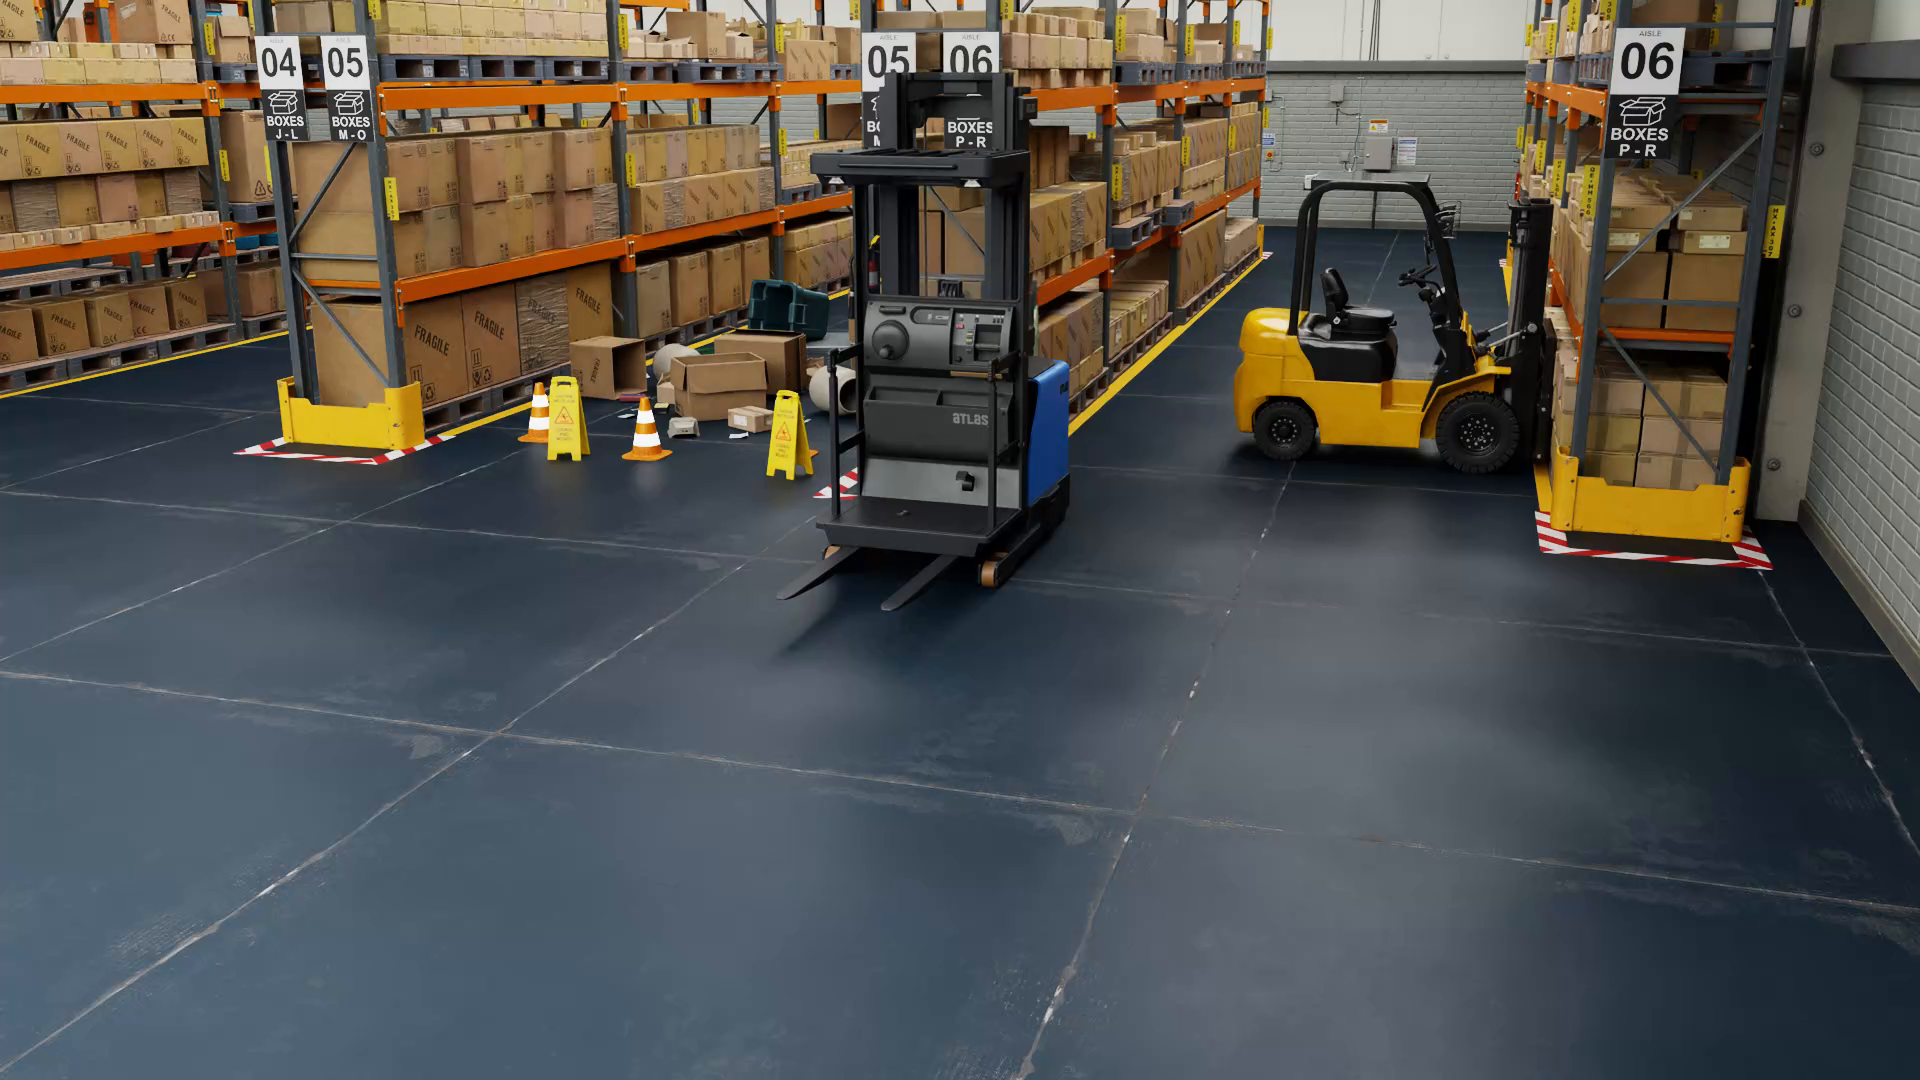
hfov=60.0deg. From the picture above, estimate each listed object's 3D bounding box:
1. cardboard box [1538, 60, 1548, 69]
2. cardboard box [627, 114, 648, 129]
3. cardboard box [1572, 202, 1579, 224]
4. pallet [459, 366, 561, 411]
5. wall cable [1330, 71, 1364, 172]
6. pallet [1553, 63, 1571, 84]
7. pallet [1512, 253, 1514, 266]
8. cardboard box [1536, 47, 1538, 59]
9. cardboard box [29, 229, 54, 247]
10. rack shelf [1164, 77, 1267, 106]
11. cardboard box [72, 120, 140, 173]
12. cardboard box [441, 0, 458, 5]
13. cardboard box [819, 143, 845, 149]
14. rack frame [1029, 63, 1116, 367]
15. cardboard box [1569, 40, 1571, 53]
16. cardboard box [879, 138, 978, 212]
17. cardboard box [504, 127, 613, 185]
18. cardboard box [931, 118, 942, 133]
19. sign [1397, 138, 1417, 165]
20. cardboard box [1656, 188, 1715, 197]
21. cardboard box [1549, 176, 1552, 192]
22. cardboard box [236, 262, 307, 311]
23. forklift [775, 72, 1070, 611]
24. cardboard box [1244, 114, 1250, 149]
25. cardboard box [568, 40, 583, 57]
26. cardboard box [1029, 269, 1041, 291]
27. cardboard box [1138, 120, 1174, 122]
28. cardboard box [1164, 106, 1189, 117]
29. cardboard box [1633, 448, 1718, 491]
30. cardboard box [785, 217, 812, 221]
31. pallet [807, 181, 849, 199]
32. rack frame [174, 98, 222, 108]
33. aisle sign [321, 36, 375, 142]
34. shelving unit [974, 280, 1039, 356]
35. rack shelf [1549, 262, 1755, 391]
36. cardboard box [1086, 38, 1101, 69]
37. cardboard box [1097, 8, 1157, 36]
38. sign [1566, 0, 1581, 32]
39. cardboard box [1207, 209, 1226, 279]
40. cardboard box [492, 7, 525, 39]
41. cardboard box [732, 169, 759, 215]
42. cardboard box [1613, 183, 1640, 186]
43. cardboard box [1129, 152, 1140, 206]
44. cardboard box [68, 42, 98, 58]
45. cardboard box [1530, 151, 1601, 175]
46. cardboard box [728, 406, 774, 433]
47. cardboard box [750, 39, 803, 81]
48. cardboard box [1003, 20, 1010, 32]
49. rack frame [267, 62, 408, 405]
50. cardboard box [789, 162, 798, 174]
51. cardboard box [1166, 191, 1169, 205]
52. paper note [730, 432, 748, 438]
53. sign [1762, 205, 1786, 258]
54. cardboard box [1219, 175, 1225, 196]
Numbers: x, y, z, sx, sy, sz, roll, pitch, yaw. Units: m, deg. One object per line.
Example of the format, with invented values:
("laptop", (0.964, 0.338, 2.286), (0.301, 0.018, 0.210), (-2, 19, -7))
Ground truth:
("cardboard box", (7.864, -6.318, 21.839), (0.500, 0.250, 0.500), (5, 16, 16))
("cardboard box", (-5.695, -7.053, 28.555), (0.500, 0.500, 0.500), (4, 16, 15))
("cardboard box", (4.960, -2.530, 12.879), (0.380, 0.149, 0.250), (4, 16, 14))
("pallet", (-4.477, -1.452, 15.561), (1.003, 0.211, 1.213), (5, 16, 16))
("wall cable", (7.287, -7.947, 31.490), (0.588, 1.984, 0.122), (5, 16, 16))
("pallet", (6.723, -4.779, 17.031), (1.213, 0.211, 1.003), (5, 17, 18))
("pallet", (8.857, -4.134, 25.019), (1.003, 0.211, 1.213), (5, 16, 16))
("cardboard box", (7.213, -5.916, 20.199), (0.380, 0.149, 0.250), (4, 16, 15))
("cardboard box", (-9.046, -2.934, 16.136), (0.380, 0.149, 0.250), (5, 16, 16))
("rack shelf", (3.775, -6.662, 24.642), (1.077, 0.370, 4.000), (5, 16, 16))
("cardboard box", (-8.716, -3.989, 16.835), (0.500, 0.500, 0.500), (5, 16, 16))
("cardboard box", (-4.361, -4.477, 13.666), (0.380, 0.149, 0.250), (5, 17, 16))
("cardboard box", (-1.793, -5.376, 22.887), (0.380, 0.149, 0.250), (4, 16, 14))
("rack frame", (0.934, -2.949, 15.729), (1.000, 3.000, 0.127), (5, 16, 16))
("cardboard box", (5.715, -4.449, 15.027), (0.380, 0.149, 0.250), (5, 16, 16))
("cardboard box", (-0.267, -2.725, 12.380), (0.700, 0.500, 0.500), (4, 16, 15))
("cardboard box", (-3.979, -3.804, 16.491), (0.875, 0.550, 0.550), (5, 16, 16))
("cardboard box", (-0.606, -6.710, 26.428), (0.500, 0.500, 0.500), (6, 17, 19))
("sign", (8.429, -7.335, 31.365), (0.329, 0.494, 0.001), (5, 16, 16))
("cardboard box", (5.324, -2.496, 12.214), (0.380, 0.149, 0.250), (5, 17, 16))
("cardboard box", (5.914, -3.444, 16.102), (0.380, 0.149, 0.250), (4, 16, 14))
("cardboard box", (-8.219, -3.009, 19.715), (0.700, 0.500, 0.500), (5, 16, 16))
("forklift", (-0.198, -1.247, 9.855), (1.130, 2.935, 3.031), (5, 17, 18))
("cardboard box", (4.026, -6.073, 24.729), (0.500, 0.500, 0.500), (5, 16, 15))
("cardboard box", (-3.781, -4.625, 15.649), (0.380, 0.149, 0.250), (5, 17, 17))
("cardboard box", (0.419, -2.048, 13.012), (0.380, 0.149, 0.250), (5, 17, 17))
("cardboard box", (2.543, -5.212, 21.692), (0.500, 0.500, 0.500), (4, 16, 14))
("cardboard box", (2.989, -5.988, 23.241), (0.380, 0.149, 0.250), (4, 16, 15))
("cardboard box", (4.884, -0.511, 11.404), (0.500, 0.250, 0.500), (5, 16, 16))
("cardboard box", (-2.329, -4.314, 22.980), (0.500, 0.250, 0.500), (5, 17, 18))
("pallet", (-2.181, -4.782, 22.542), (1.003, 0.211, 1.213), (5, 16, 16))
("rack frame", (-14.654, -7.626, 32.219), (1.000, 3.000, 0.127), (5, 16, 16))
("aisle sign", (-4.710, -3.469, 12.798), (0.394, 0.787, 0.004), (5, 16, 16))
("shelving unit", (0.333, -1.026, 11.684), (0.431, 1.500, 0.755), (0, 15, 5))
("rack shelf", (5.125, -1.696, 12.629), (1.077, 0.370, 4.000), (5, 16, 16))
("cardboard box", (0.924, -4.194, 14.353), (0.500, 0.250, 0.500), (4, 16, 15))
("cardboard box", (1.616, -5.015, 16.107), (0.500, 0.250, 0.500), (4, 16, 15))
("sign", (5.171, -4.448, 13.992), (0.100, 0.325, 0.005), (5, 16, 16))
("cardboard box", (3.108, -4.053, 22.747), (0.875, 0.875, 0.875), (5, 17, 18))
("cardboard box", (-4.165, -4.527, 14.571), (0.500, 0.250, 0.500), (5, 16, 16))
("cardboard box", (-2.718, -4.132, 19.717), (0.500, 0.500, 0.500), (5, 16, 16))
("cardboard box", (5.029, -2.665, 12.810), (0.380, 0.149, 0.250), (5, 16, 16))
("cardboard box", (1.484, -3.574, 16.434), (0.500, 0.500, 0.500), (5, 16, 16))
("cardboard box", (-8.753, -4.828, 16.400), (0.380, 0.149, 0.250), (5, 17, 18))
("cardboard box", (7.117, -4.305, 19.550), (0.797, 0.503, 0.637), (4, 16, 15))
("cardboard box", (-1.768, -1.030, 14.189), (0.250, 0.149, 0.380), (-15, 21, -41))
("cardboard box", (-2.287, -5.973, 20.710), (0.500, 0.500, 0.500), (5, 16, 16))
("cardboard box", (0.150, -3.753, 12.065), (0.380, 0.149, 0.250), (5, 16, 16))
("rack frame", (-4.978, -2.260, 13.300), (1.000, 3.000, 0.127), (5, 16, 16))
("cardboard box", (-2.299, -4.759, 21.257), (0.380, 0.149, 0.250), (5, 17, 19))
("cardboard box", (2.088, -3.762, 18.287), (0.380, 0.149, 0.250), (4, 16, 13))
("paper note", (-1.843, -0.876, 13.861), (0.148, 0.019, 0.142), (-1, 16, -3))
("sign", (5.087, -1.929, 10.400), (0.100, 0.325, 0.005), (5, 16, 16))
("cardboard box", (3.321, -4.833, 22.646), (0.500, 0.250, 0.500), (4, 16, 15))
